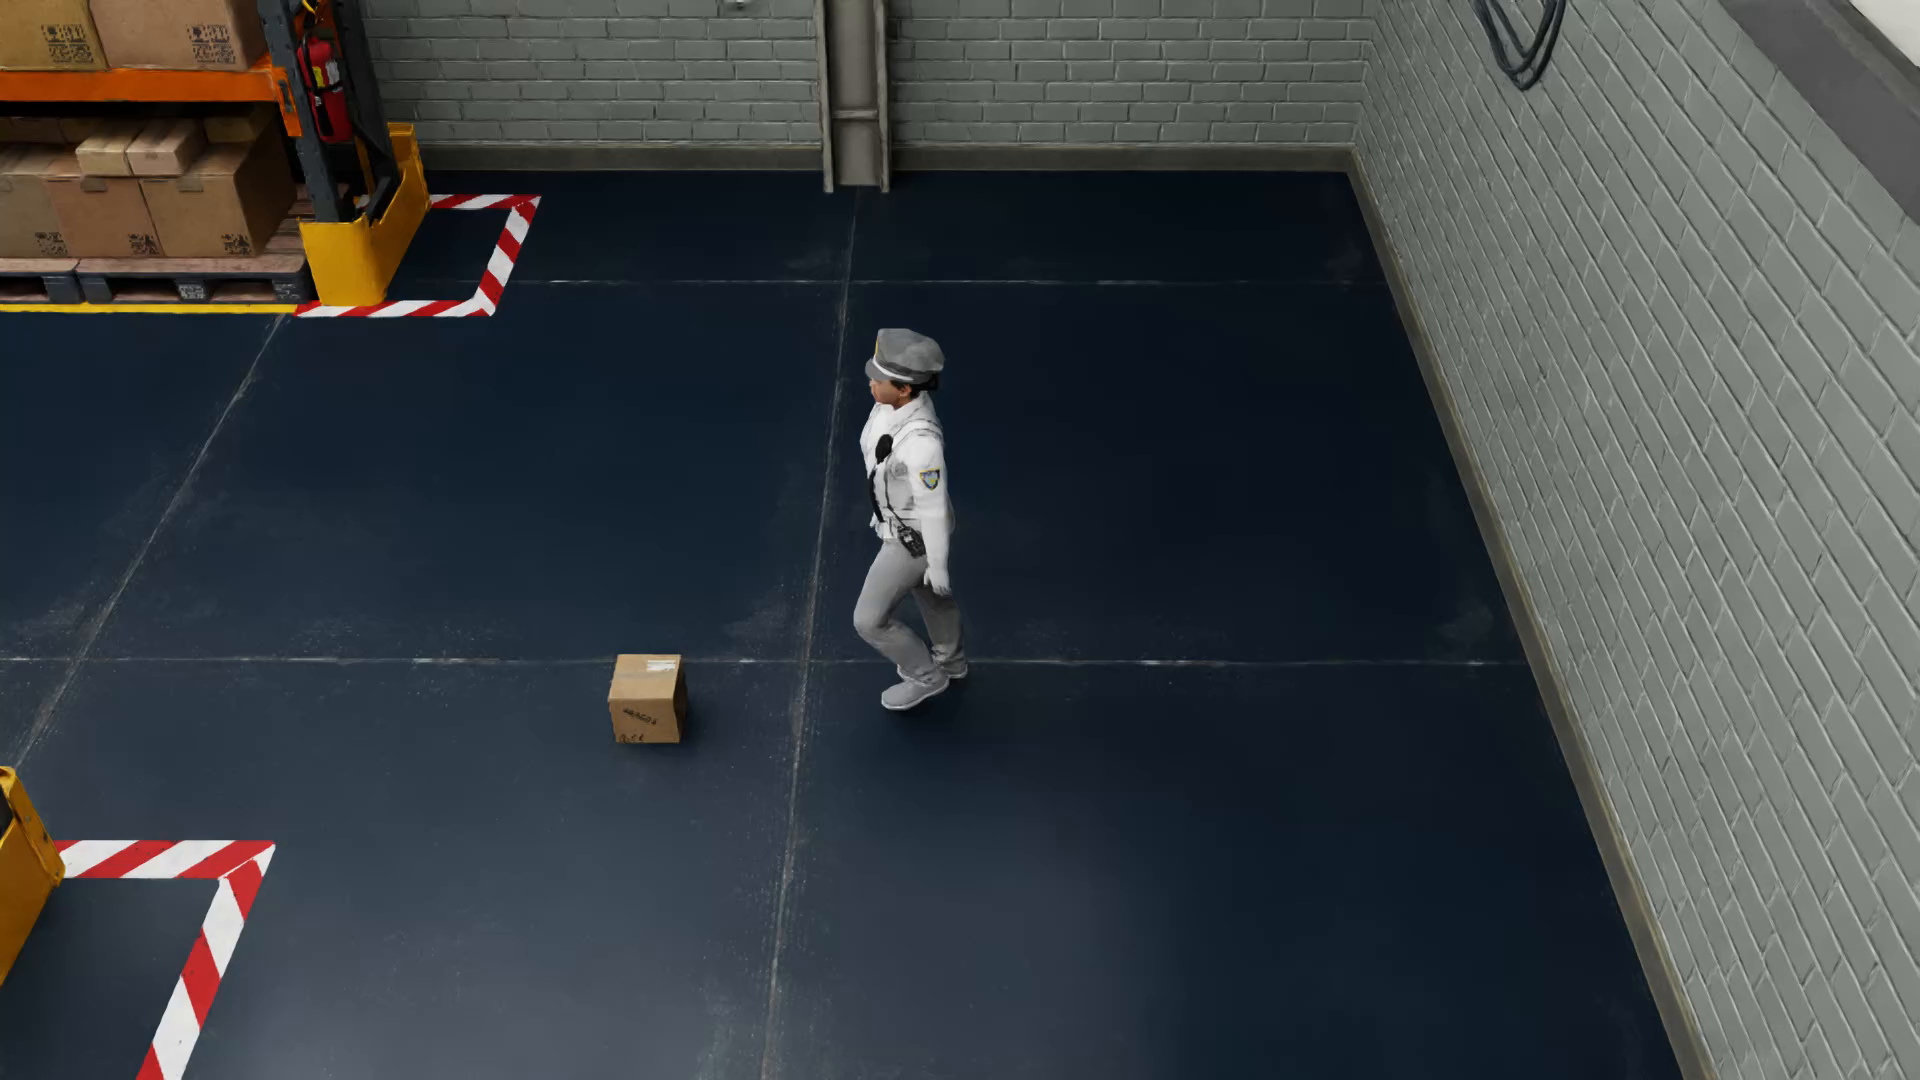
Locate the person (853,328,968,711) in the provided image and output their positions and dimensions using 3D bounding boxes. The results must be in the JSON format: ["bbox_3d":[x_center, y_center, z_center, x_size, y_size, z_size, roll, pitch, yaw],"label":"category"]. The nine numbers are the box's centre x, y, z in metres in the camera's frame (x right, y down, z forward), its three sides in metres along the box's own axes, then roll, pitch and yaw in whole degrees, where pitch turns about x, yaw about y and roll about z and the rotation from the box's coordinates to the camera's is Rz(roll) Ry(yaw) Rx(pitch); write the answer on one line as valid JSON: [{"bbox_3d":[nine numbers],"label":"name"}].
[{"bbox_3d":[-0.191,-0.046,6.169,0.467,1.680,0.509,-5,40,-6],"label":"person"}]
